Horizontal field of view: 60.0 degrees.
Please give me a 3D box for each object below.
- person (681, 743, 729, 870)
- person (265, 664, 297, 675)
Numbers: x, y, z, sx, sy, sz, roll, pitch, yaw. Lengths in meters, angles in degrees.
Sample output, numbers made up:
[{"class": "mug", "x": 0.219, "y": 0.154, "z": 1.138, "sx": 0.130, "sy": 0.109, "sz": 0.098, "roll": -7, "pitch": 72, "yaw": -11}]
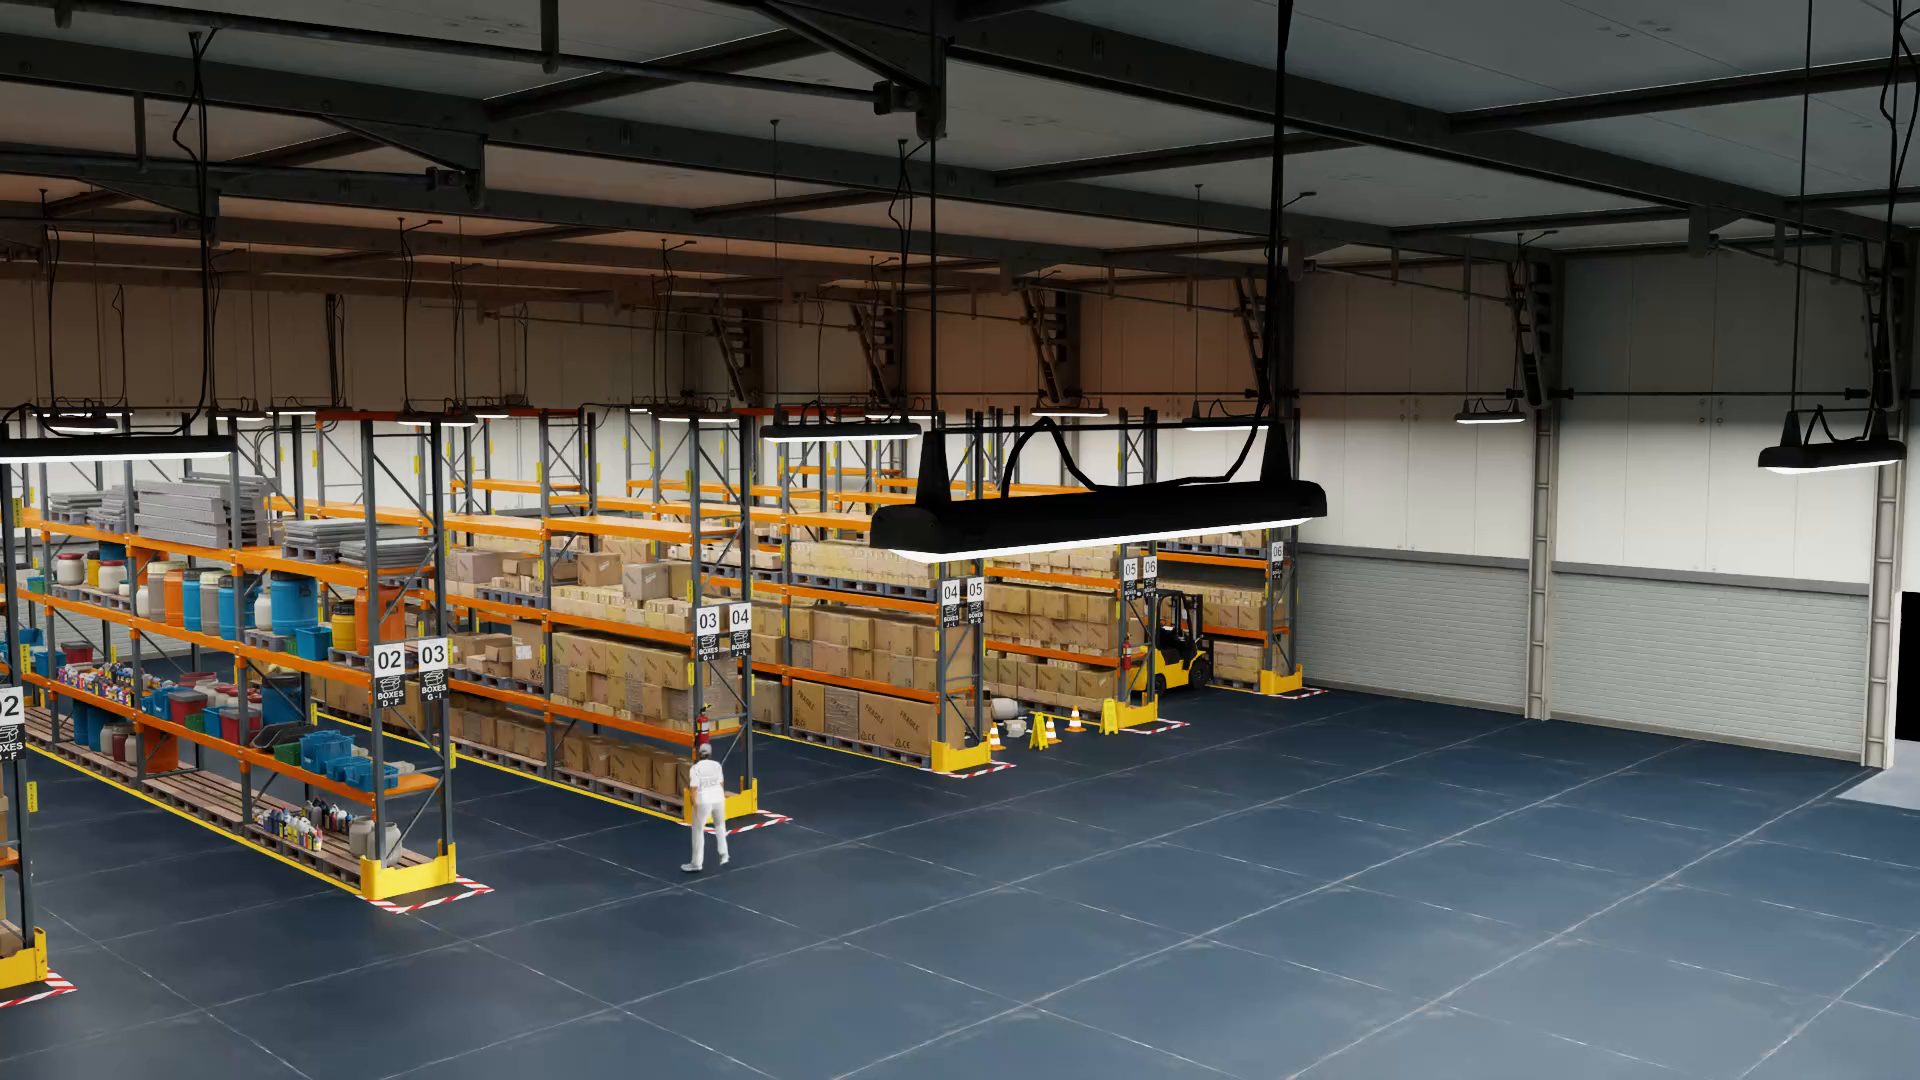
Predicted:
[{"class": "person", "x": -3.384, "y": 3.533, "z": 22.090, "sx": 0.635, "sy": 1.666, "sz": 0.428, "roll": -3, "pitch": 6, "yaw": -28}, {"class": "person", "x": -12.365, "y": 2.813, "z": 30.389, "sx": 0.610, "sy": 1.708, "sz": 0.833, "roll": -4, "pitch": 7, "yaw": -41}]
